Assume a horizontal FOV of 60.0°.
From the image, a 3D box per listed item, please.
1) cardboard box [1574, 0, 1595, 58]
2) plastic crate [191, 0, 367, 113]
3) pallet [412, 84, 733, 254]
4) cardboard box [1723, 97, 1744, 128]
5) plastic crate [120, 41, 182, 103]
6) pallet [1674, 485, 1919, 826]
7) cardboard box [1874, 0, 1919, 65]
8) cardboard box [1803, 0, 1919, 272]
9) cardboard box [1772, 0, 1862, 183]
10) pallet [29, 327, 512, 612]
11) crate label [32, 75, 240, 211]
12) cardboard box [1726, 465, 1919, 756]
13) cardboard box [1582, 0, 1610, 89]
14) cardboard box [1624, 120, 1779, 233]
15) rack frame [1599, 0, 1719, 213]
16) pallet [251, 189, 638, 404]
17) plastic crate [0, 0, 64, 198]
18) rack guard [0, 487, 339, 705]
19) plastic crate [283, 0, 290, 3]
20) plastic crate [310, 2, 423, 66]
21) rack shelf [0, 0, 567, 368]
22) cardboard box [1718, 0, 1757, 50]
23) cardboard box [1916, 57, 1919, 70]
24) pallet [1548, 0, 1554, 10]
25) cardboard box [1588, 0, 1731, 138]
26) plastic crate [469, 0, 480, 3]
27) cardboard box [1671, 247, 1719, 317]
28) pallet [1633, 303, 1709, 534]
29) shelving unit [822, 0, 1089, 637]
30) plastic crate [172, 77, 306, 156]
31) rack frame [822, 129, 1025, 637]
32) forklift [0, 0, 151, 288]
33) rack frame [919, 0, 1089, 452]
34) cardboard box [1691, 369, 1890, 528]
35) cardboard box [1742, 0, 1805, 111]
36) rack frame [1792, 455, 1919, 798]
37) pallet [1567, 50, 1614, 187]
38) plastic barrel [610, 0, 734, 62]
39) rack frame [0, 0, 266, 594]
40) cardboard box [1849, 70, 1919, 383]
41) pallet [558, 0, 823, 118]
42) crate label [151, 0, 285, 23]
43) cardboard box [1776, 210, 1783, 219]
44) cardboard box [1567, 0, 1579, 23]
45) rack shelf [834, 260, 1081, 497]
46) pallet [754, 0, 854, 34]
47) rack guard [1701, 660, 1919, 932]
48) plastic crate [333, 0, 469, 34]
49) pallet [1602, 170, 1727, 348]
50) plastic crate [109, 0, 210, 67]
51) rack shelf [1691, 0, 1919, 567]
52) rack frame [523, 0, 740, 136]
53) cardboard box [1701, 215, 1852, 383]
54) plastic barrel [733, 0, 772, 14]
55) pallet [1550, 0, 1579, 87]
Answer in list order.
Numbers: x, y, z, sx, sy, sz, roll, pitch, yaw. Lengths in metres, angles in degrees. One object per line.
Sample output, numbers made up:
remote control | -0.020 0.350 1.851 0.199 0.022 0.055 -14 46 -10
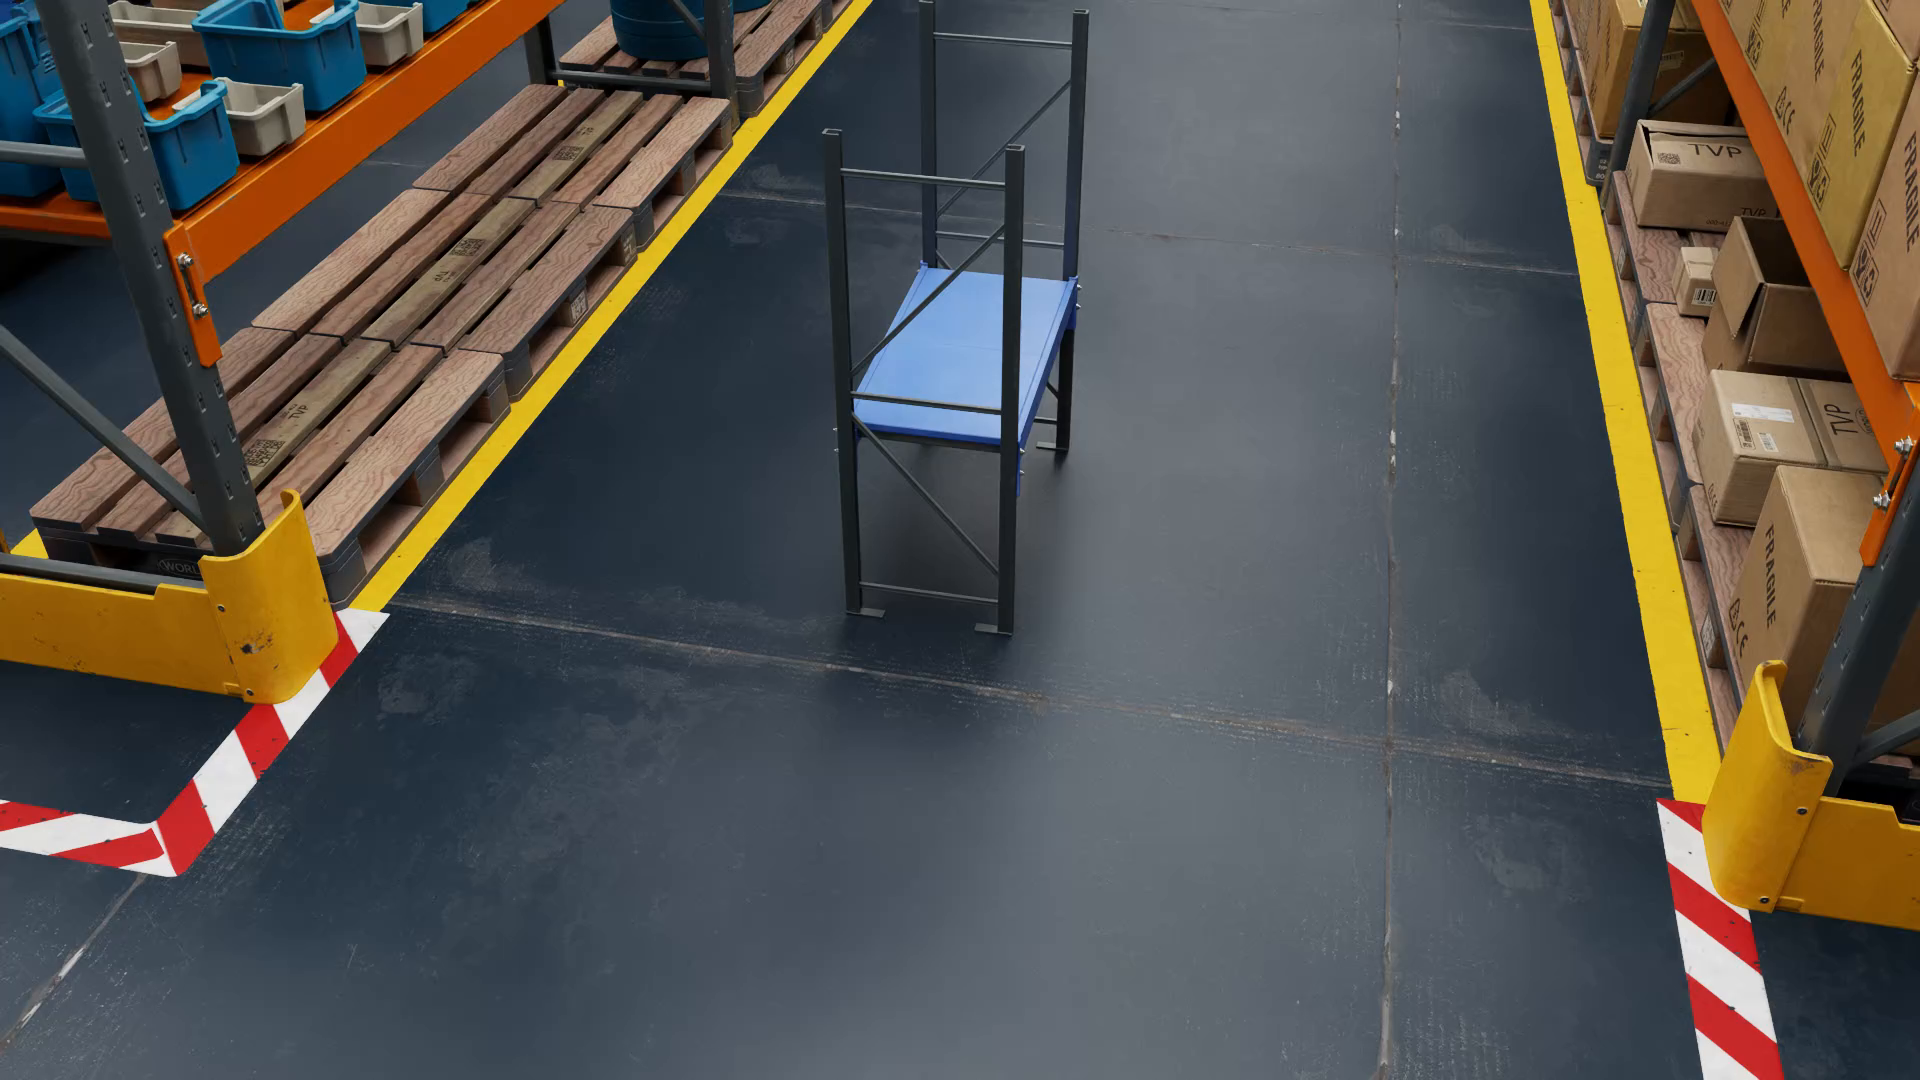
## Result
cardboard box | 3.328 -2.661 8.120 0.500 0.500 0.500 8 37 11
plastic crate | -1.896 -1.370 4.676 0.416 0.233 0.300 7 37 10
pallet | -1.676 -1.674 7.379 1.003 0.211 1.213 7 37 10
cardboard box | 3.623 -2.019 7.235 0.500 0.500 0.500 6 36 8
plastic crate | -2.414 -1.344 4.721 0.396 0.136 0.243 7 37 10
pallet | 2.612 0.316 4.635 1.003 0.211 1.213 7 37 10
cardboard box | 2.360 -1.338 3.602 0.500 0.500 0.500 8 37 11
cardboard box | 2.364 -0.942 3.909 0.500 0.500 0.500 8 37 10
cardboard box | 2.476 -1.227 4.302 0.500 0.500 0.500 8 37 10
pallet | -2.197 -0.275 5.449 1.003 0.211 1.213 7 37 10
crate label | -2.037 -0.993 4.155 0.416 0.233 0.303 7 37 10
cardboard box | 2.302 0.179 4.203 0.500 0.500 0.500 7 37 10
cardboard box | 3.220 -2.373 7.724 0.500 0.500 0.500 7 37 10
cardboard box | 2.980 -1.482 6.655 0.500 0.311 0.500 7 37 10
rack frame | 3.281 -2.606 6.290 1.000 3.000 0.127 7 37 10
pallet | -1.935 -0.972 6.411 1.003 0.211 1.213 7 37 10
plastic crate | -2.522 -1.190 4.254 0.616 0.435 0.499 7 37 10
rack guard | -2.404 0.092 4.697 1.175 0.500 0.348 7 37 10
plastic crate | -2.257 -1.843 5.410 0.298 0.136 0.250 7 37 10
plastic crate | -1.743 -1.516 4.959 0.250 0.136 0.298 7 37 10
rack shelf | -1.984 -1.791 5.778 1.077 0.370 4.000 7 37 10
cardboard box | 2.691 -1.808 5.103 0.500 0.500 0.500 7 37 10
cardboard box | 2.253 -1.048 3.202 0.500 0.500 0.500 7 37 10
pallet | 3.939 -3.347 9.688 1.003 0.211 1.213 7 37 10
cardboard box | 3.107 -2.091 7.334 0.500 0.500 0.500 7 37 10
plastic crate | -1.692 -1.920 5.434 0.416 0.233 0.300 7 37 10
cardboard box | 2.805 -0.926 6.011 0.380 0.166 0.250 7 37 10
pallet | 2.875 -0.382 5.597 1.003 0.211 1.213 7 37 10
shelving unit | 0.018 -0.656 4.877 0.538 1.500 1.048 7 37 10
plastic crate | -1.888 -1.127 4.423 0.250 0.136 0.298 7 37 10
rack frame | -0.090 -0.365 4.475 0.500 1.500 0.032 7 37 10
forklift | -4.056 -2.953 6.826 1.130 2.935 3.031 7 36 9
rack frame | 0.127 -0.948 5.279 0.500 1.500 0.032 7 37 10
cardboard box | 2.535 -0.261 5.022 0.500 0.250 0.500 7 37 10
cardboard box | 2.584 -1.516 4.701 0.500 0.500 0.500 7 36 9
rack frame | 2.427 -0.313 3.126 1.000 3.000 0.127 7 37 10
pallet | 3.418 -1.948 7.758 1.003 0.211 1.213 7 37 10
plastic barrel | -1.424 -2.859 8.069 0.600 0.901 0.708 7 37 10
rack frame | -2.411 -0.936 3.985 1.000 3.000 0.127 7 37 10
cardboard box | 2.257 -0.644 3.498 0.500 0.500 0.500 8 37 11
pallet | -1.351 -2.537 8.571 1.003 0.211 1.213 7 37 10
crate label | -2.302 -1.671 5.173 0.396 0.136 0.243 7 37 10
cardboard box | 3.437 -1.410 6.394 0.500 0.500 0.500 7 37 10
cardboard box | 3.434 -2.952 8.523 0.500 0.500 0.500 6 36 8
rack shelf | 0.018 -0.511 4.983 0.538 0.185 1.000 7 37 10
pallet | -1.093 -3.239 9.539 1.003 0.211 1.213 7 37 10
rack guard | 2.443 0.656 3.919 1.175 0.500 0.348 7 37 10
plastic crate | -1.756 -1.747 5.197 0.416 0.233 0.300 7 37 10
pallet | 3.134 -1.083 6.565 1.003 0.211 1.213 7 37 10
plastic crate | -2.338 -1.508 4.948 0.396 0.136 0.243 7 37 10
rack shelf | 2.854 -1.168 4.919 1.077 0.370 4.000 7 37 10
rack frame | -1.557 -3.229 7.149 1.000 3.000 0.127 7 37 10
cardboard box | 2.885 -0.696 5.406 0.797 0.503 0.637 7 37 10
plastic barrel | -1.273 -3.265 8.629 0.600 0.901 0.708 7 37 10
pallet | 3.676 -2.649 8.726 1.003 0.211 1.213 7 37 10
